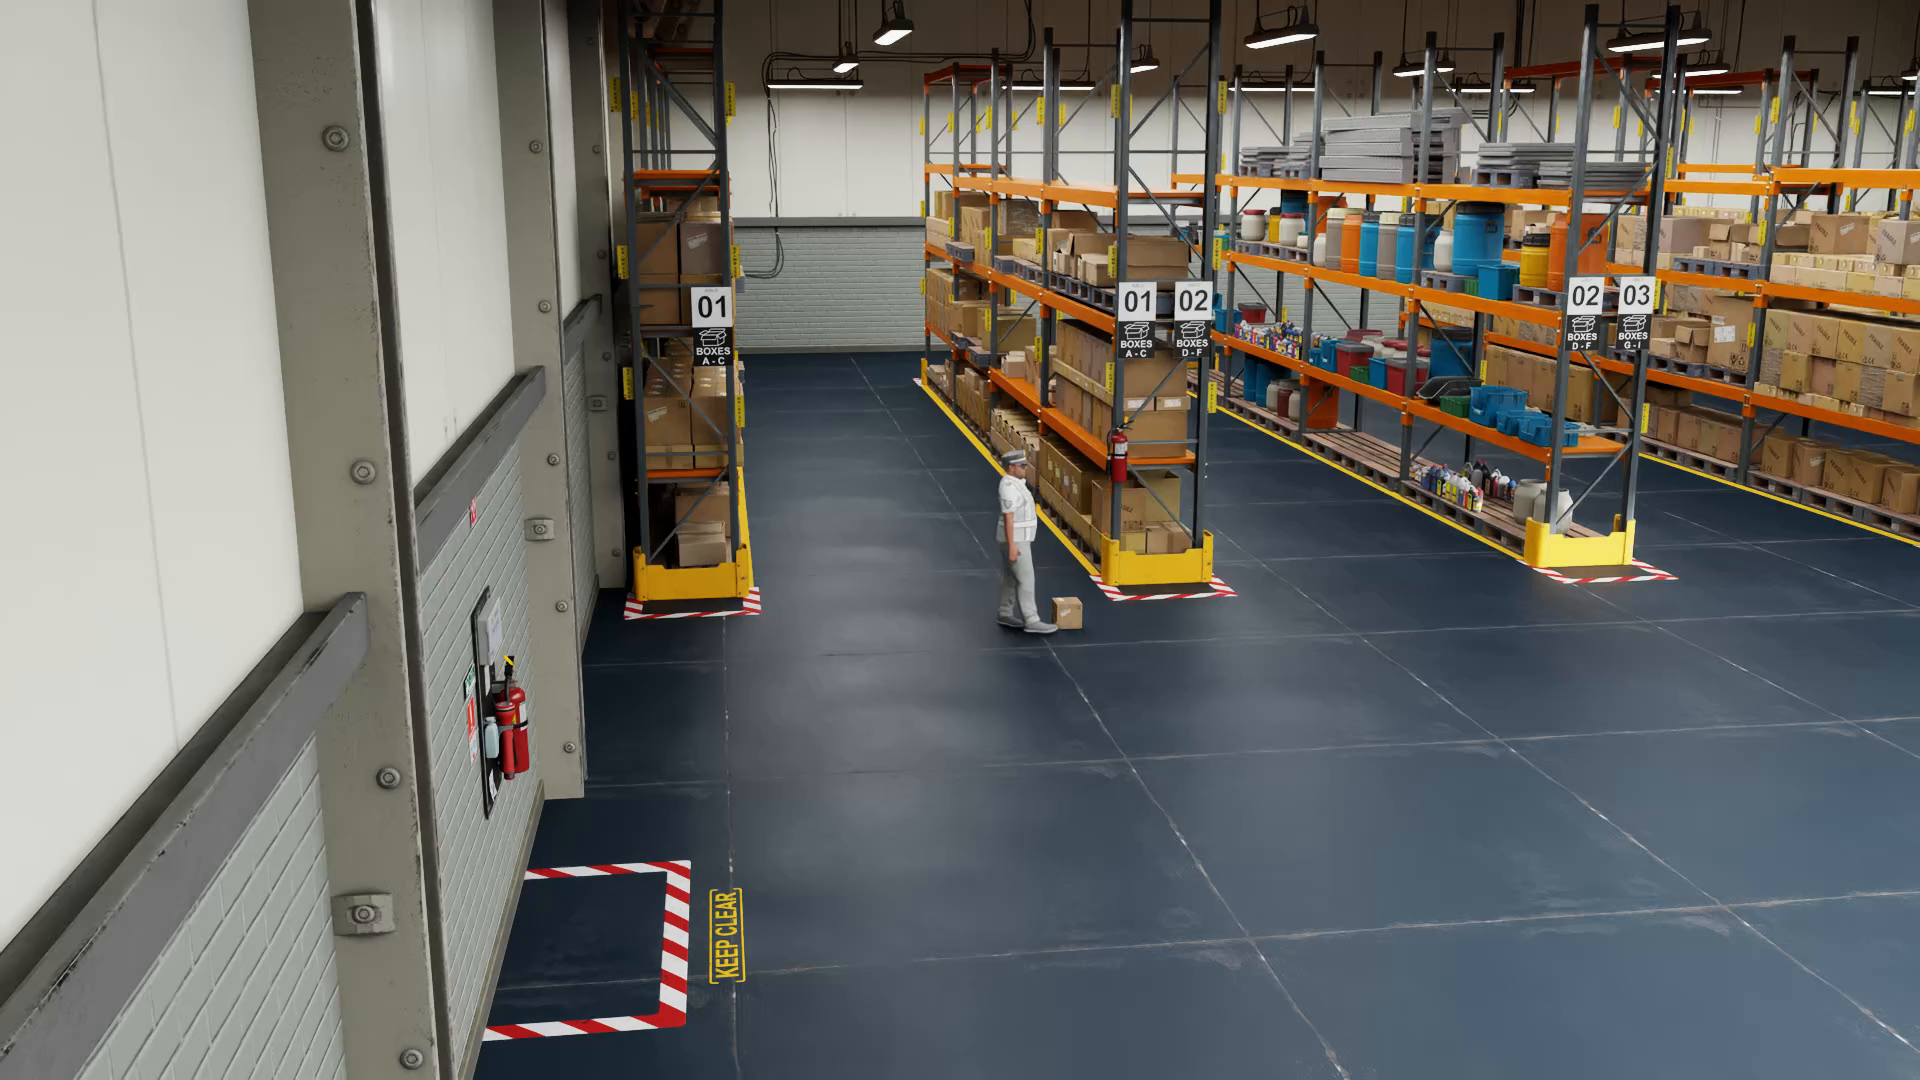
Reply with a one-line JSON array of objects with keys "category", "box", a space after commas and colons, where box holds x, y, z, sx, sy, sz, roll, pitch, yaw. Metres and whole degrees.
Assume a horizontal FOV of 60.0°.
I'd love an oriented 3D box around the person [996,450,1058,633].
[{"category": "person", "box": [0.646, -0.006, 15.952, 0.613, 1.752, 0.541, 1, 13, 6]}]
